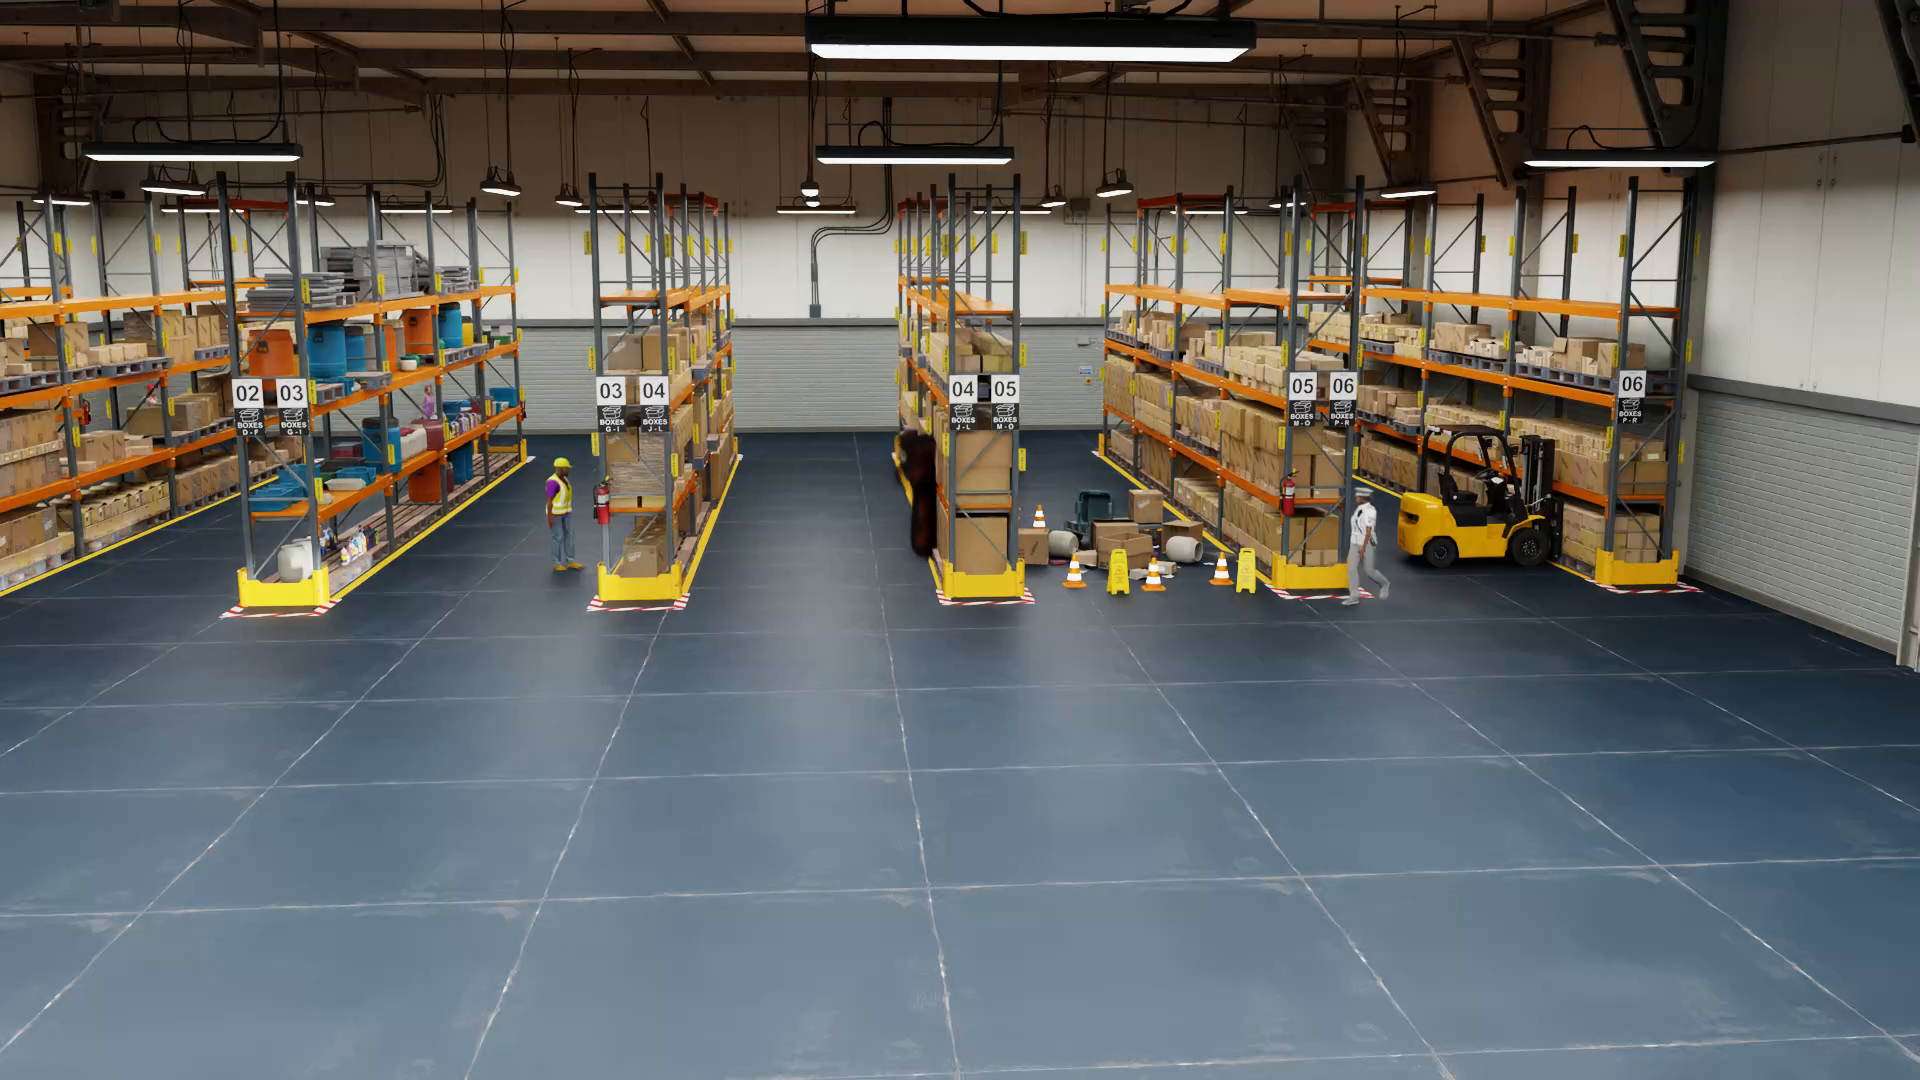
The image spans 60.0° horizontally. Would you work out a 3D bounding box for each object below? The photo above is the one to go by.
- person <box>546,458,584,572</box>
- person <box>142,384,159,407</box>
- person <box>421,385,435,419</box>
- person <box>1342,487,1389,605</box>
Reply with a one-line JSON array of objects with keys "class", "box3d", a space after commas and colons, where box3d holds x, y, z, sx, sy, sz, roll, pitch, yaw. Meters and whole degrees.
[{"class": "person", "box3d": [-6.213, -0.400, 25.924, 0.438, 1.770, 0.625, 5, 11, 28]}, {"class": "person", "box3d": [-19.422, -2.872, 39.880, 0.827, 1.757, 0.591, -1, 10, -7]}, {"class": "person", "box3d": [-13.460, -3.083, 41.936, 0.754, 1.442, 0.452, 1, 10, 7]}, {"class": "person", "box3d": [5.722, 0.076, 23.472, 0.767, 1.643, 0.420, -7, 12, -35]}]
